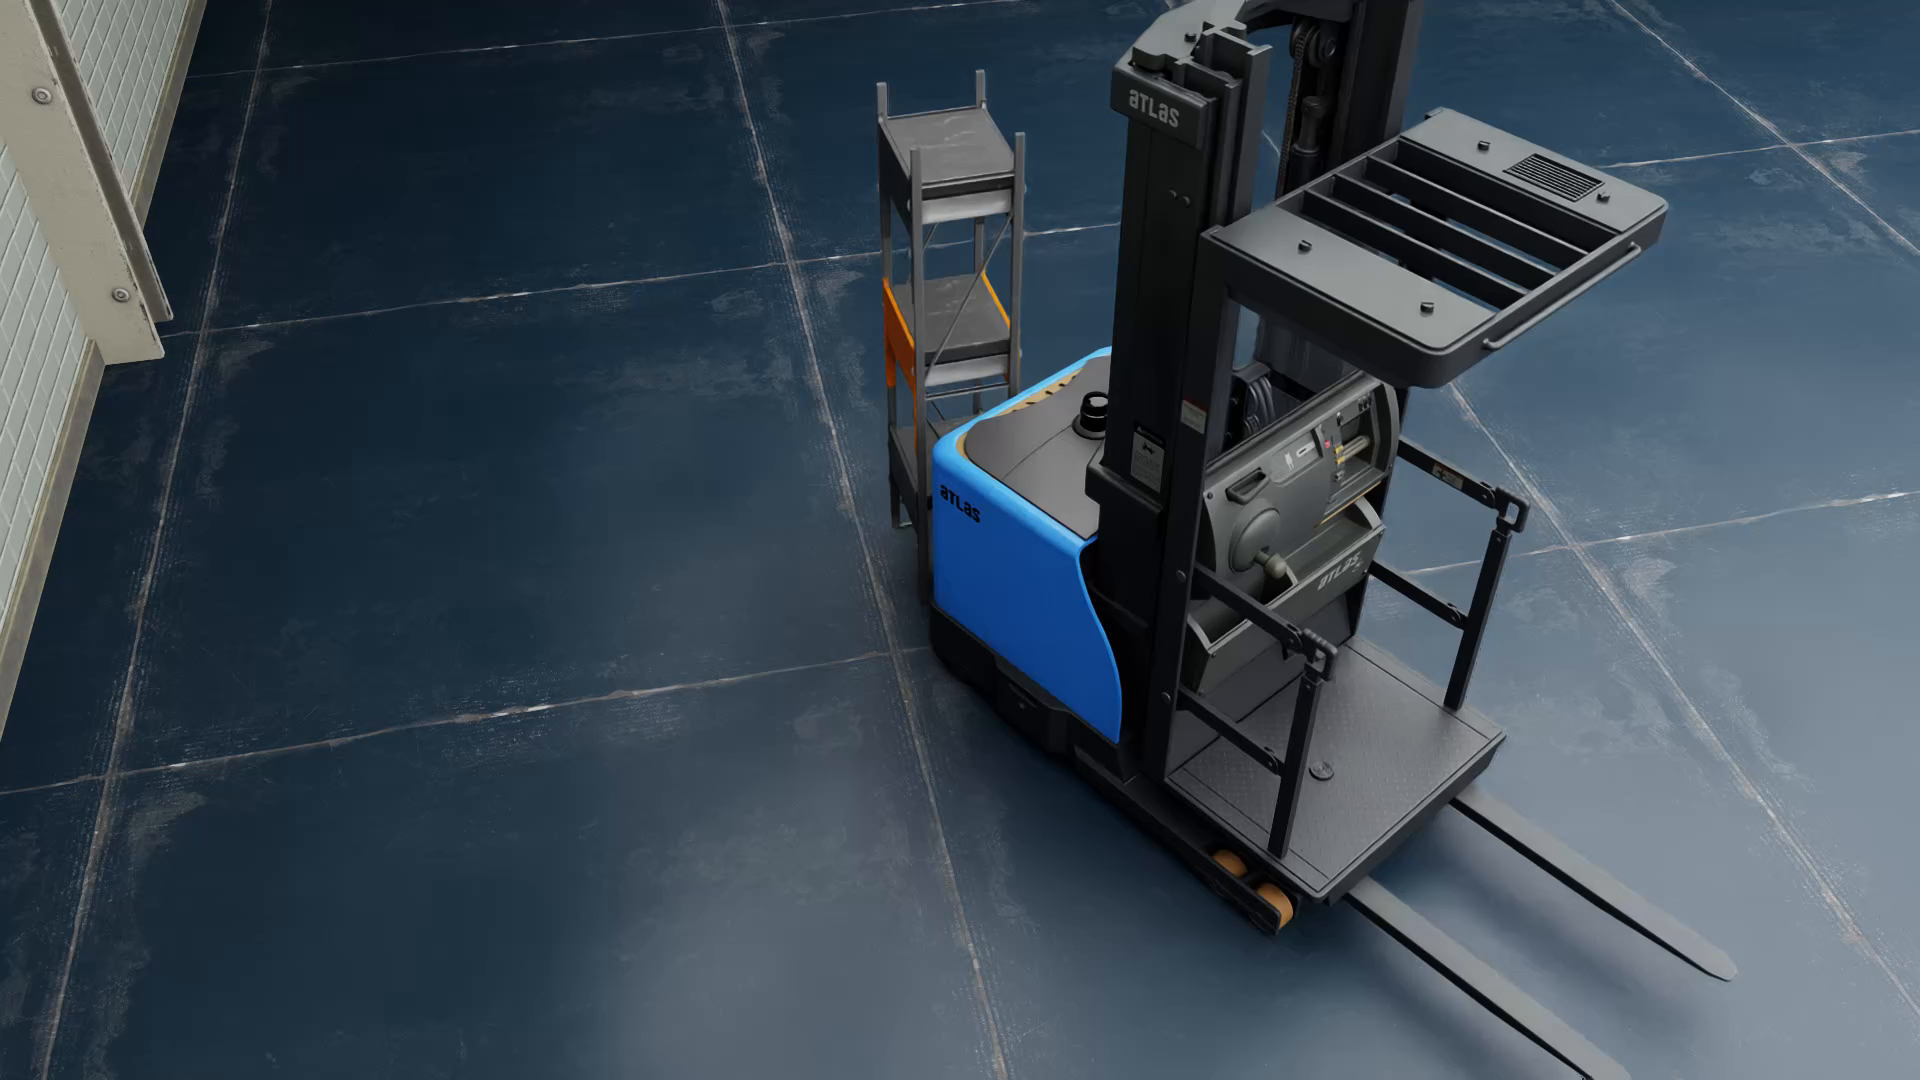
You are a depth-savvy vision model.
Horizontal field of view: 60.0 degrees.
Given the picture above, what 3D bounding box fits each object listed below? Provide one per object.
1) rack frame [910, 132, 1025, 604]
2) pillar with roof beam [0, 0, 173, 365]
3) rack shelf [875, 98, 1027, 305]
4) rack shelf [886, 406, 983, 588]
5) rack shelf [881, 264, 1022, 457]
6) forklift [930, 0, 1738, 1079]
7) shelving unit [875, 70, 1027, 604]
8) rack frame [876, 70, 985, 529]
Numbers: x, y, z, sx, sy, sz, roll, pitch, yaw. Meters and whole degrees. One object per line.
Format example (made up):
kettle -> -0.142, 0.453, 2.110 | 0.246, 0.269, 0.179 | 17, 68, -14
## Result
rack frame -> 0.027, -0.560, 6.299 | 0.400, 2.100, 0.015 | -10, 43, -12
pillar with roof beam -> 0.047, -4.994, 6.098 | 9.100, 9.000, 0.400 | -8, 42, -9
rack shelf -> -0.038, -1.229, 6.019 | 0.431, 0.518, 0.480 | -10, 43, -12
rack shelf -> -0.038, -0.182, 6.949 | 0.431, 0.518, 0.480 | -10, 43, -12
rack shelf -> -0.038, -0.706, 6.484 | 0.431, 0.518, 0.480 | -10, 43, -12
forklift -> 1.243, -0.137, 5.196 | 1.130, 2.935, 3.031 | -31, 50, -30
shelving unit -> -0.038, -0.716, 6.475 | 0.431, 2.100, 0.503 | -10, 43, -12
rack frame -> -0.104, -0.872, 6.651 | 0.400, 2.100, 0.015 | -10, 43, -12
